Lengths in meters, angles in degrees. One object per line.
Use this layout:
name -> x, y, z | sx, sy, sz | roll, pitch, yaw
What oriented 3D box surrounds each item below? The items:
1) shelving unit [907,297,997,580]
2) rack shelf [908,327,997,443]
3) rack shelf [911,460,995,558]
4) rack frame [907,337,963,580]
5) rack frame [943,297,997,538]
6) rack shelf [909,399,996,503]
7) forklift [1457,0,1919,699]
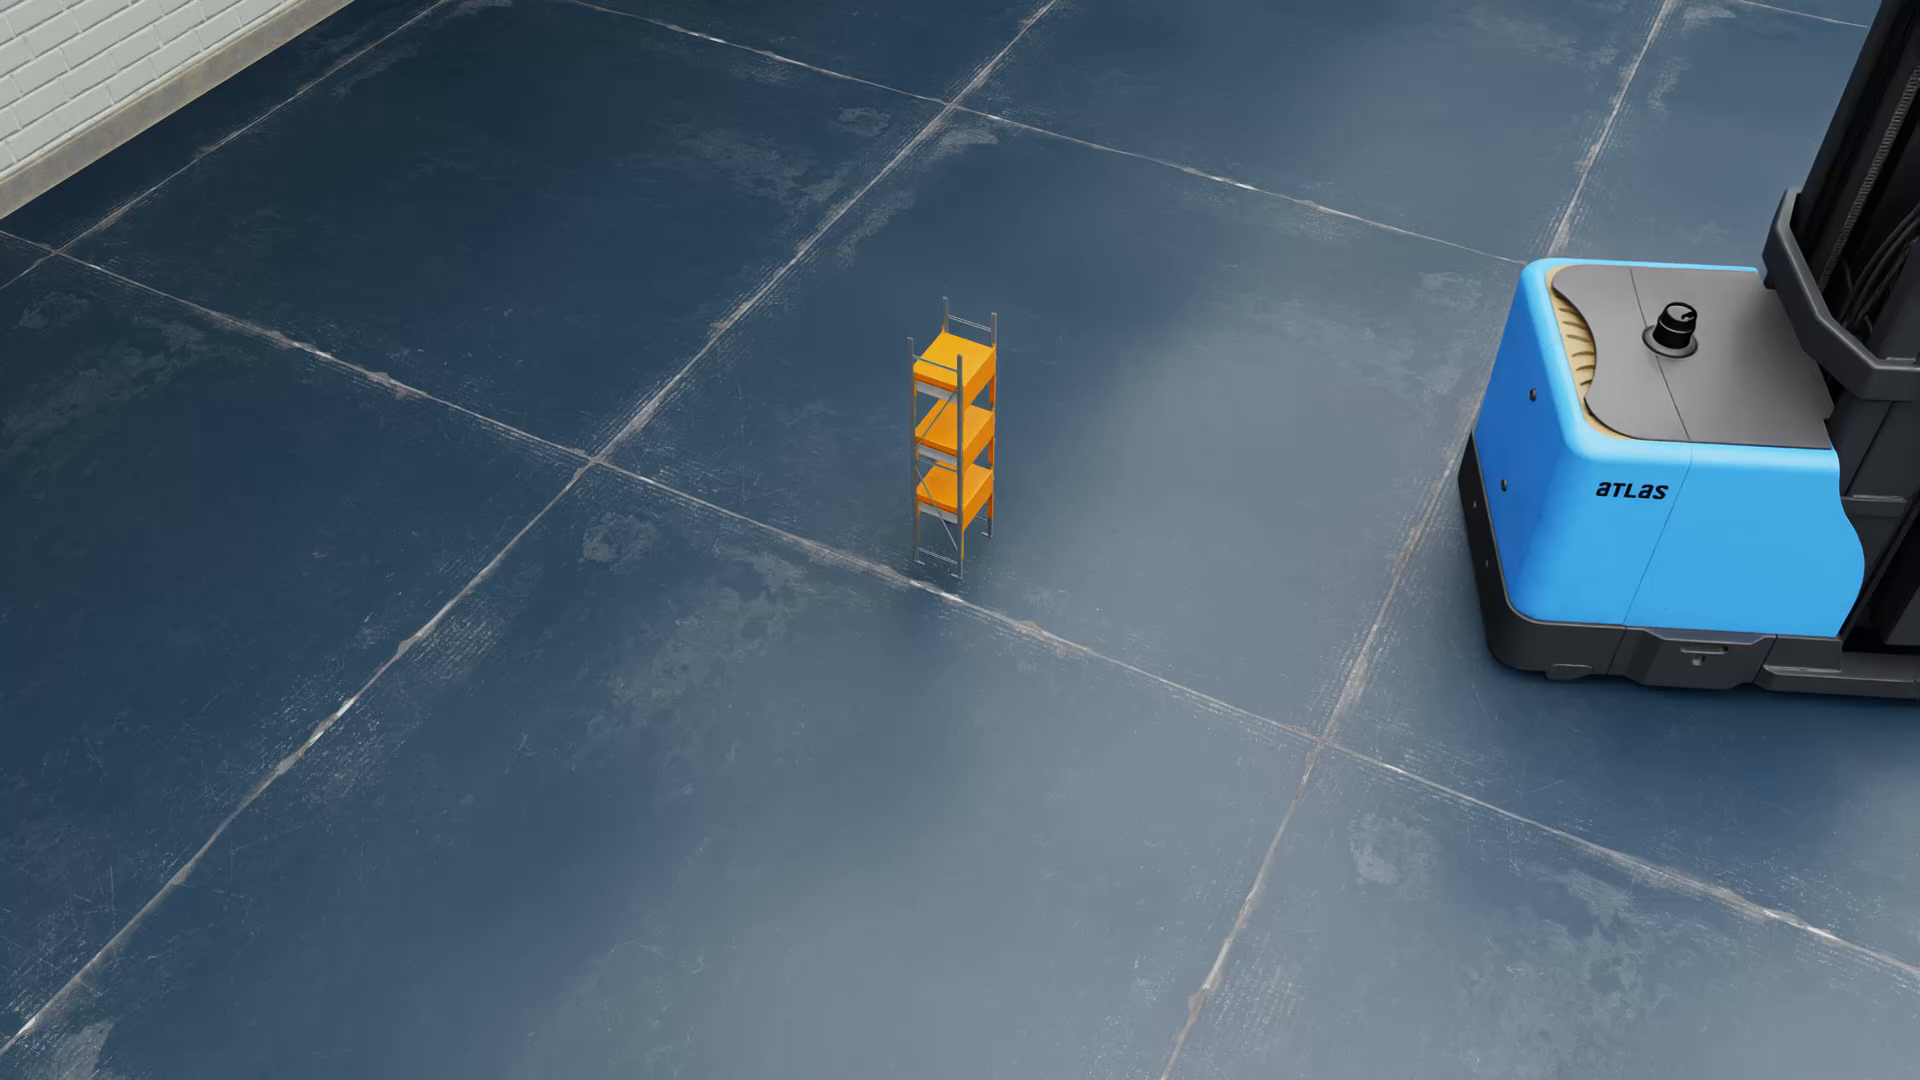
shelving unit -> -0.025, -0.335, 5.843 | 0.215, 1.050, 0.252 | 20, 49, 19
rack shelf -> -0.025, -0.527, 5.649 | 0.215, 0.259, 0.240 | 20, 49, 19
rack shelf -> -0.025, -0.133, 6.048 | 0.215, 0.259, 0.240 | 20, 49, 19
rack frame -> -0.081, -0.258, 5.767 | 0.200, 1.050, 0.008 | 20, 49, 19
rack frame -> 0.032, -0.412, 5.919 | 0.200, 1.050, 0.008 | 20, 49, 19
rack shelf -> -0.025, -0.328, 5.851 | 0.215, 0.259, 0.240 | 20, 49, 19
forklift -> 3.385, -0.828, 5.007 | 3.031, 2.935, 1.130 | 3, 45, 3
